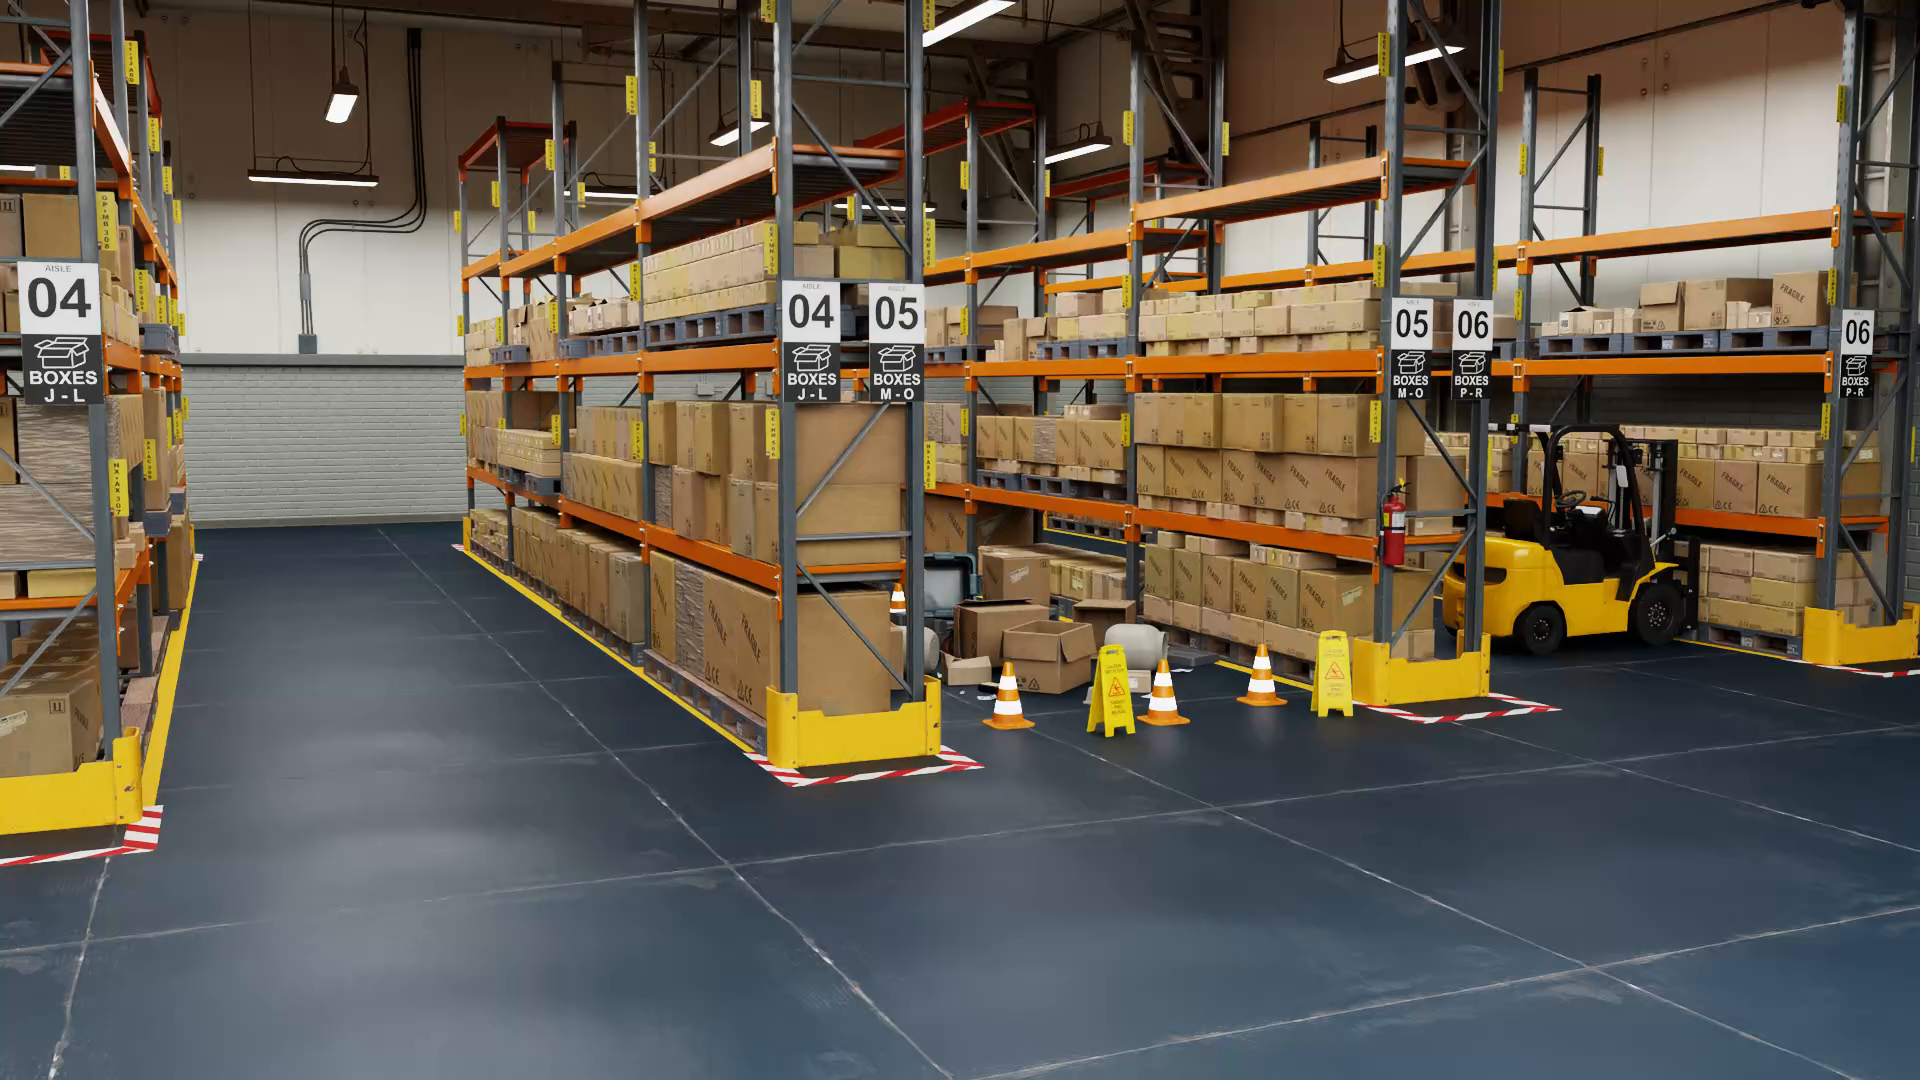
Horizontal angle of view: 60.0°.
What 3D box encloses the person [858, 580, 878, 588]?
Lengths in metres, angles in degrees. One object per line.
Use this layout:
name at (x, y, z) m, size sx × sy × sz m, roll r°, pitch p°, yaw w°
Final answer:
person at (-1.302, -0.101, 18.798) m, size 1.014 × 1.718 × 0.637 m, roll 2°, pitch 6°, yaw 22°
